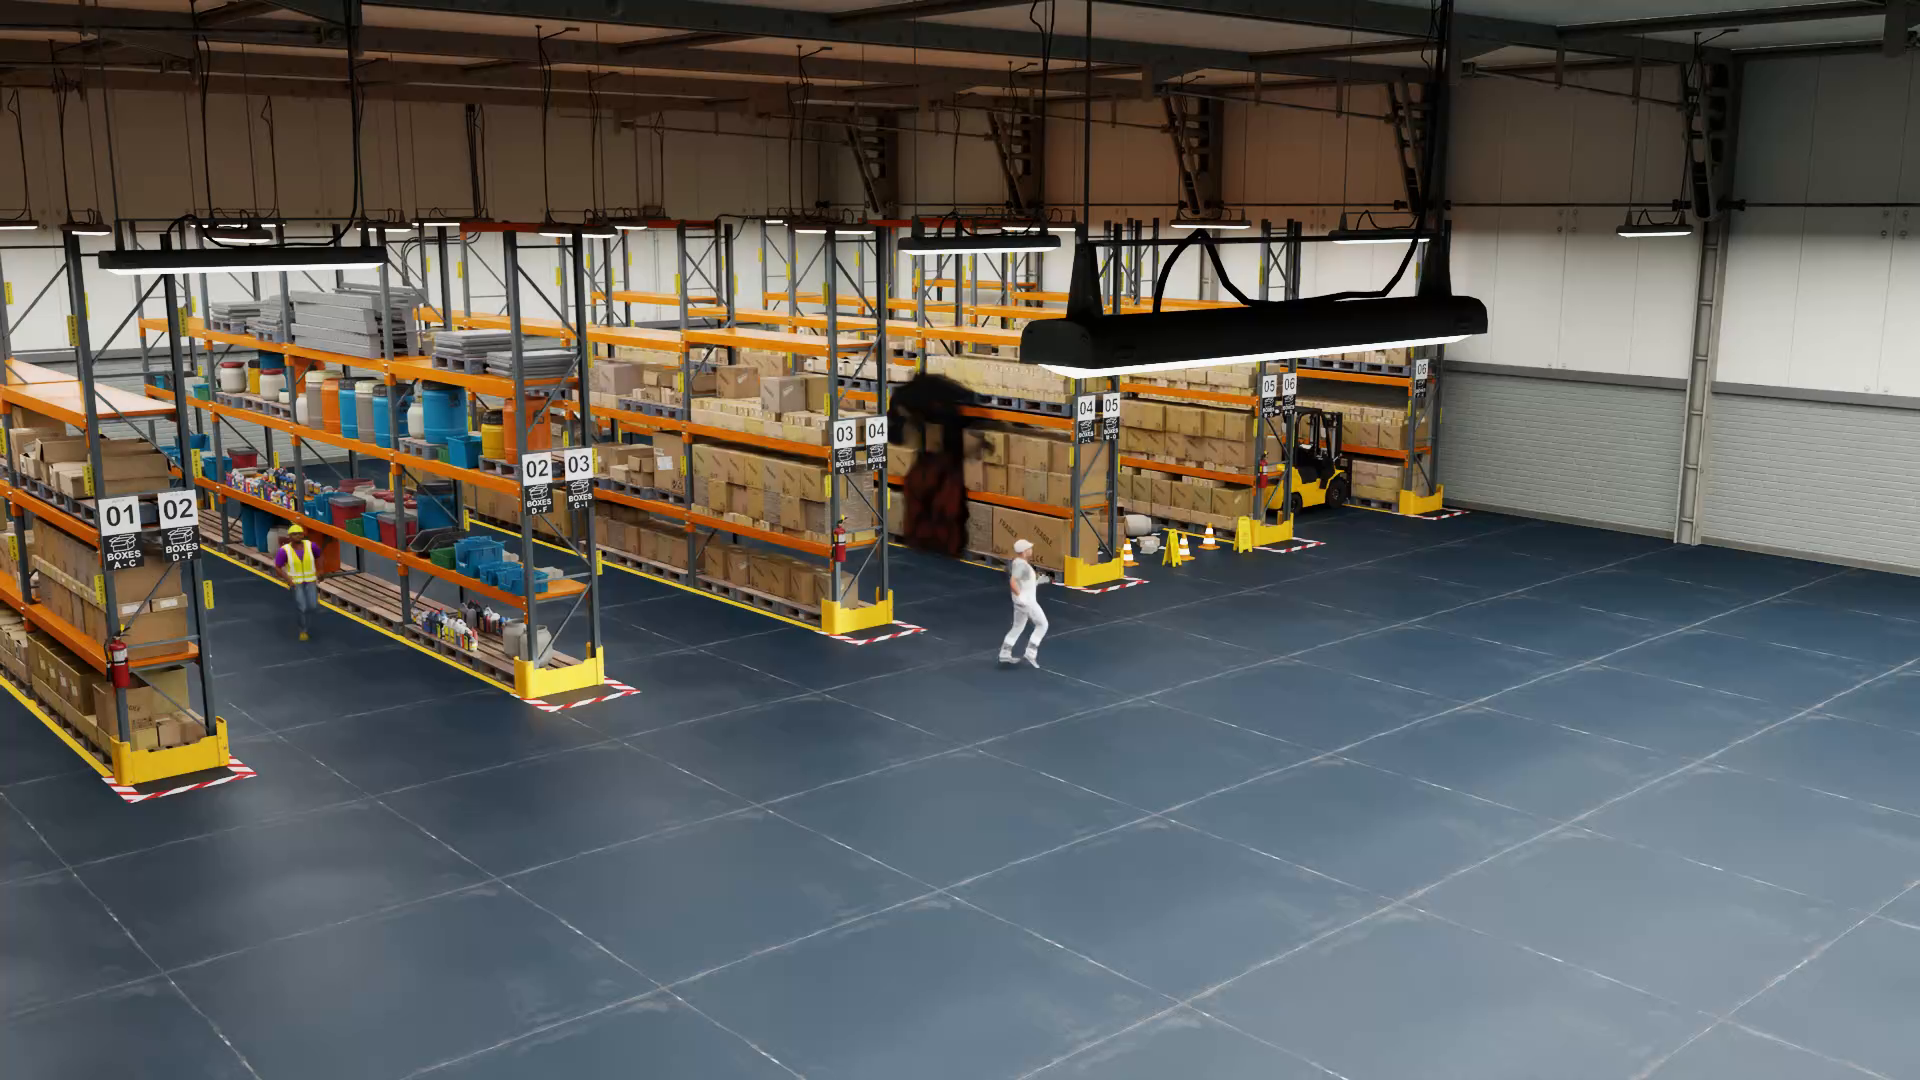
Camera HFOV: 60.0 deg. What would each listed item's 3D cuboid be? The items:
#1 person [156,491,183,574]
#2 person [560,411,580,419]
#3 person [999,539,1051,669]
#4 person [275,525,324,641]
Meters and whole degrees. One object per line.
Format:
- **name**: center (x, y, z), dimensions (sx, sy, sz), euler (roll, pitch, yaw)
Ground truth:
- **person**: center (-13.783, -0.272, 28.853), dimensions (0.791, 1.733, 0.714), euler (11, 16, 43)
- **person**: center (-9.471, -2.500, 39.933), dimensions (0.705, 1.696, 0.545), euler (6, 13, 26)
- **person**: center (0.909, 0.887, 22.968), dimensions (0.739, 1.819, 0.640), euler (-3, 12, -14)
- **person**: center (-9.701, 0.614, 24.498), dimensions (0.713, 1.730, 0.632), euler (-8, 14, -34)
